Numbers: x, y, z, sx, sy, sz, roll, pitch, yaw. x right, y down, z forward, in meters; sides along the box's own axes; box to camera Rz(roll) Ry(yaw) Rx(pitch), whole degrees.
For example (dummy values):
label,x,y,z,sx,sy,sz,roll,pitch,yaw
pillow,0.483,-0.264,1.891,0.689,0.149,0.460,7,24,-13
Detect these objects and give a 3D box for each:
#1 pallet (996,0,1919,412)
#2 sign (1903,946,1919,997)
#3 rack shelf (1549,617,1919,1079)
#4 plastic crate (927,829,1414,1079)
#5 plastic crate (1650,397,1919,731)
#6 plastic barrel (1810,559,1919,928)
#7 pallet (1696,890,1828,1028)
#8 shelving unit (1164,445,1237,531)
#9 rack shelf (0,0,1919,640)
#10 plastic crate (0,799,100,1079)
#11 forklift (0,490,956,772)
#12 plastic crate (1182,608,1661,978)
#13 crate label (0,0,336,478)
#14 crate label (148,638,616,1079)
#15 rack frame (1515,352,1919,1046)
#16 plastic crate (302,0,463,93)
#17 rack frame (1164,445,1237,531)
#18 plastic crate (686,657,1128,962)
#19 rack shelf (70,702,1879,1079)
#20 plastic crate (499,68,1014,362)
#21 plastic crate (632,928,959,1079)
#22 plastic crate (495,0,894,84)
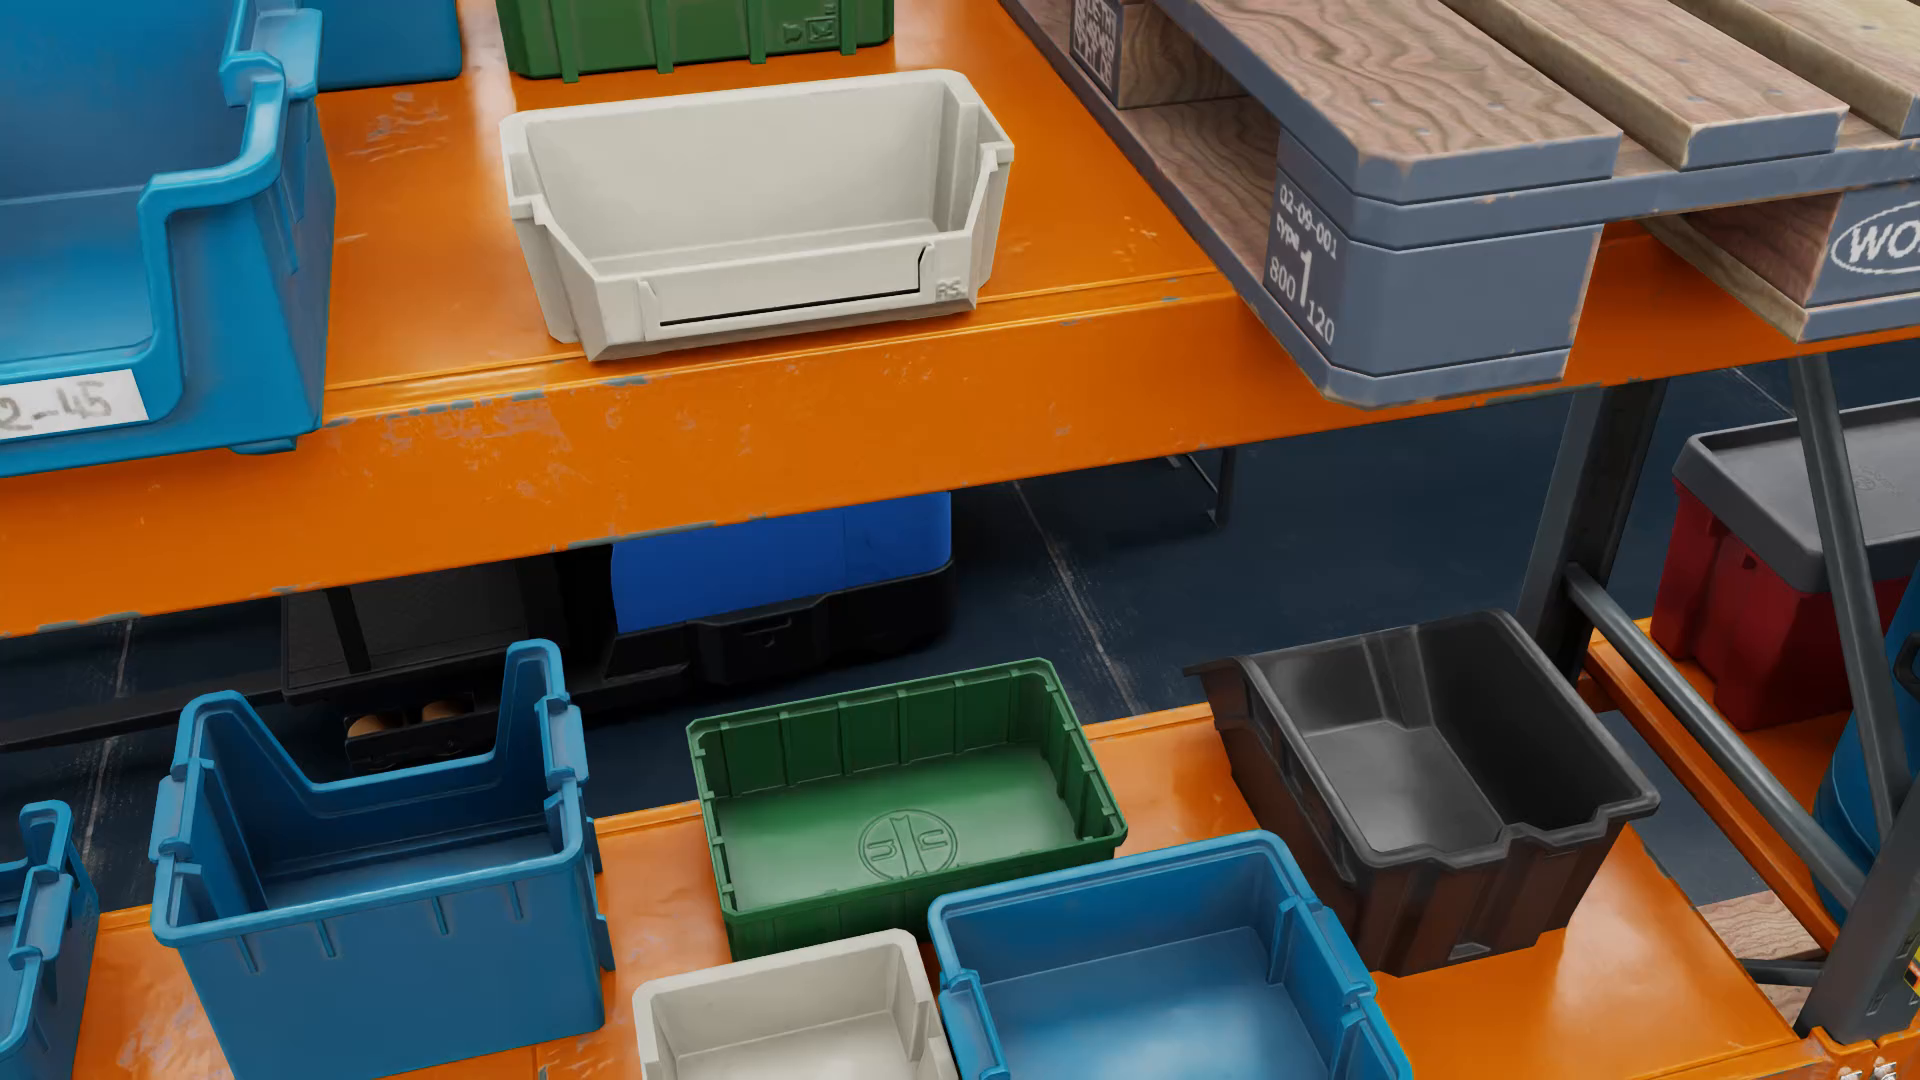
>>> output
label,x,y,z,sx,sy,sz,roll,pitch,yaw
pallet,0.612,-0.609,1.765,1.003,0.211,1.213,-9,38,-12
sign,1.416,0.550,2.335,0.005,0.325,0.100,-9,38,-12
rack shelf,3.214,0.304,3.476,4.000,0.370,1.077,-9,38,-12
plastic crate,0.286,0.729,2.451,0.616,0.251,0.499,-9,38,-12
plastic crate,1.671,0.054,3.158,0.583,0.464,0.402,-9,38,-12
plastic barrel,1.735,0.253,2.538,0.708,0.901,0.600,-9,38,-12
pallet,2.031,1.296,3.882,1.213,0.211,1.003,-9,38,-12
shelving unit,0.357,-0.681,5.405,1.048,1.500,0.538,-11,39,-14
rack shelf,-0.648,-0.254,1.736,4.000,0.370,1.077,-9,38,-12
plastic crate,-1.545,0.674,2.523,0.408,0.251,0.499,-9,38,-12
forklift,-1.589,-0.851,4.450,3.031,2.935,1.130,-11,39,-14
plastic crate,0.745,0.368,2.851,0.504,0.338,0.767,-9,38,-12
crate label,-0.685,-0.266,1.283,0.408,0.251,0.502,-9,38,-12
crate label,-0.872,0.505,2.592,0.616,0.435,0.502,-9,38,-12
rack frame,1.283,0.335,2.843,0.127,3.000,1.000,-9,38,-12
plastic crate,-0.816,-0.695,1.734,0.575,0.384,0.392,-9,38,-12
rack frame,0.841,-0.776,5.530,0.032,1.500,0.500,-11,39,-14
plastic crate,-0.101,0.469,2.843,0.662,0.188,0.450,-9,38,-12
rack shelf,-0.648,0.938,2.647,4.000,0.370,1.077,-9,38,-12
plastic crate,-0.161,-0.260,1.369,0.396,0.136,0.243,-9,38,-12
plastic crate,-0.218,0.846,2.393,0.437,0.136,0.530,-9,38,-12
plastic crate,-0.311,-0.682,1.878,0.450,0.188,0.336,-9,38,-12
